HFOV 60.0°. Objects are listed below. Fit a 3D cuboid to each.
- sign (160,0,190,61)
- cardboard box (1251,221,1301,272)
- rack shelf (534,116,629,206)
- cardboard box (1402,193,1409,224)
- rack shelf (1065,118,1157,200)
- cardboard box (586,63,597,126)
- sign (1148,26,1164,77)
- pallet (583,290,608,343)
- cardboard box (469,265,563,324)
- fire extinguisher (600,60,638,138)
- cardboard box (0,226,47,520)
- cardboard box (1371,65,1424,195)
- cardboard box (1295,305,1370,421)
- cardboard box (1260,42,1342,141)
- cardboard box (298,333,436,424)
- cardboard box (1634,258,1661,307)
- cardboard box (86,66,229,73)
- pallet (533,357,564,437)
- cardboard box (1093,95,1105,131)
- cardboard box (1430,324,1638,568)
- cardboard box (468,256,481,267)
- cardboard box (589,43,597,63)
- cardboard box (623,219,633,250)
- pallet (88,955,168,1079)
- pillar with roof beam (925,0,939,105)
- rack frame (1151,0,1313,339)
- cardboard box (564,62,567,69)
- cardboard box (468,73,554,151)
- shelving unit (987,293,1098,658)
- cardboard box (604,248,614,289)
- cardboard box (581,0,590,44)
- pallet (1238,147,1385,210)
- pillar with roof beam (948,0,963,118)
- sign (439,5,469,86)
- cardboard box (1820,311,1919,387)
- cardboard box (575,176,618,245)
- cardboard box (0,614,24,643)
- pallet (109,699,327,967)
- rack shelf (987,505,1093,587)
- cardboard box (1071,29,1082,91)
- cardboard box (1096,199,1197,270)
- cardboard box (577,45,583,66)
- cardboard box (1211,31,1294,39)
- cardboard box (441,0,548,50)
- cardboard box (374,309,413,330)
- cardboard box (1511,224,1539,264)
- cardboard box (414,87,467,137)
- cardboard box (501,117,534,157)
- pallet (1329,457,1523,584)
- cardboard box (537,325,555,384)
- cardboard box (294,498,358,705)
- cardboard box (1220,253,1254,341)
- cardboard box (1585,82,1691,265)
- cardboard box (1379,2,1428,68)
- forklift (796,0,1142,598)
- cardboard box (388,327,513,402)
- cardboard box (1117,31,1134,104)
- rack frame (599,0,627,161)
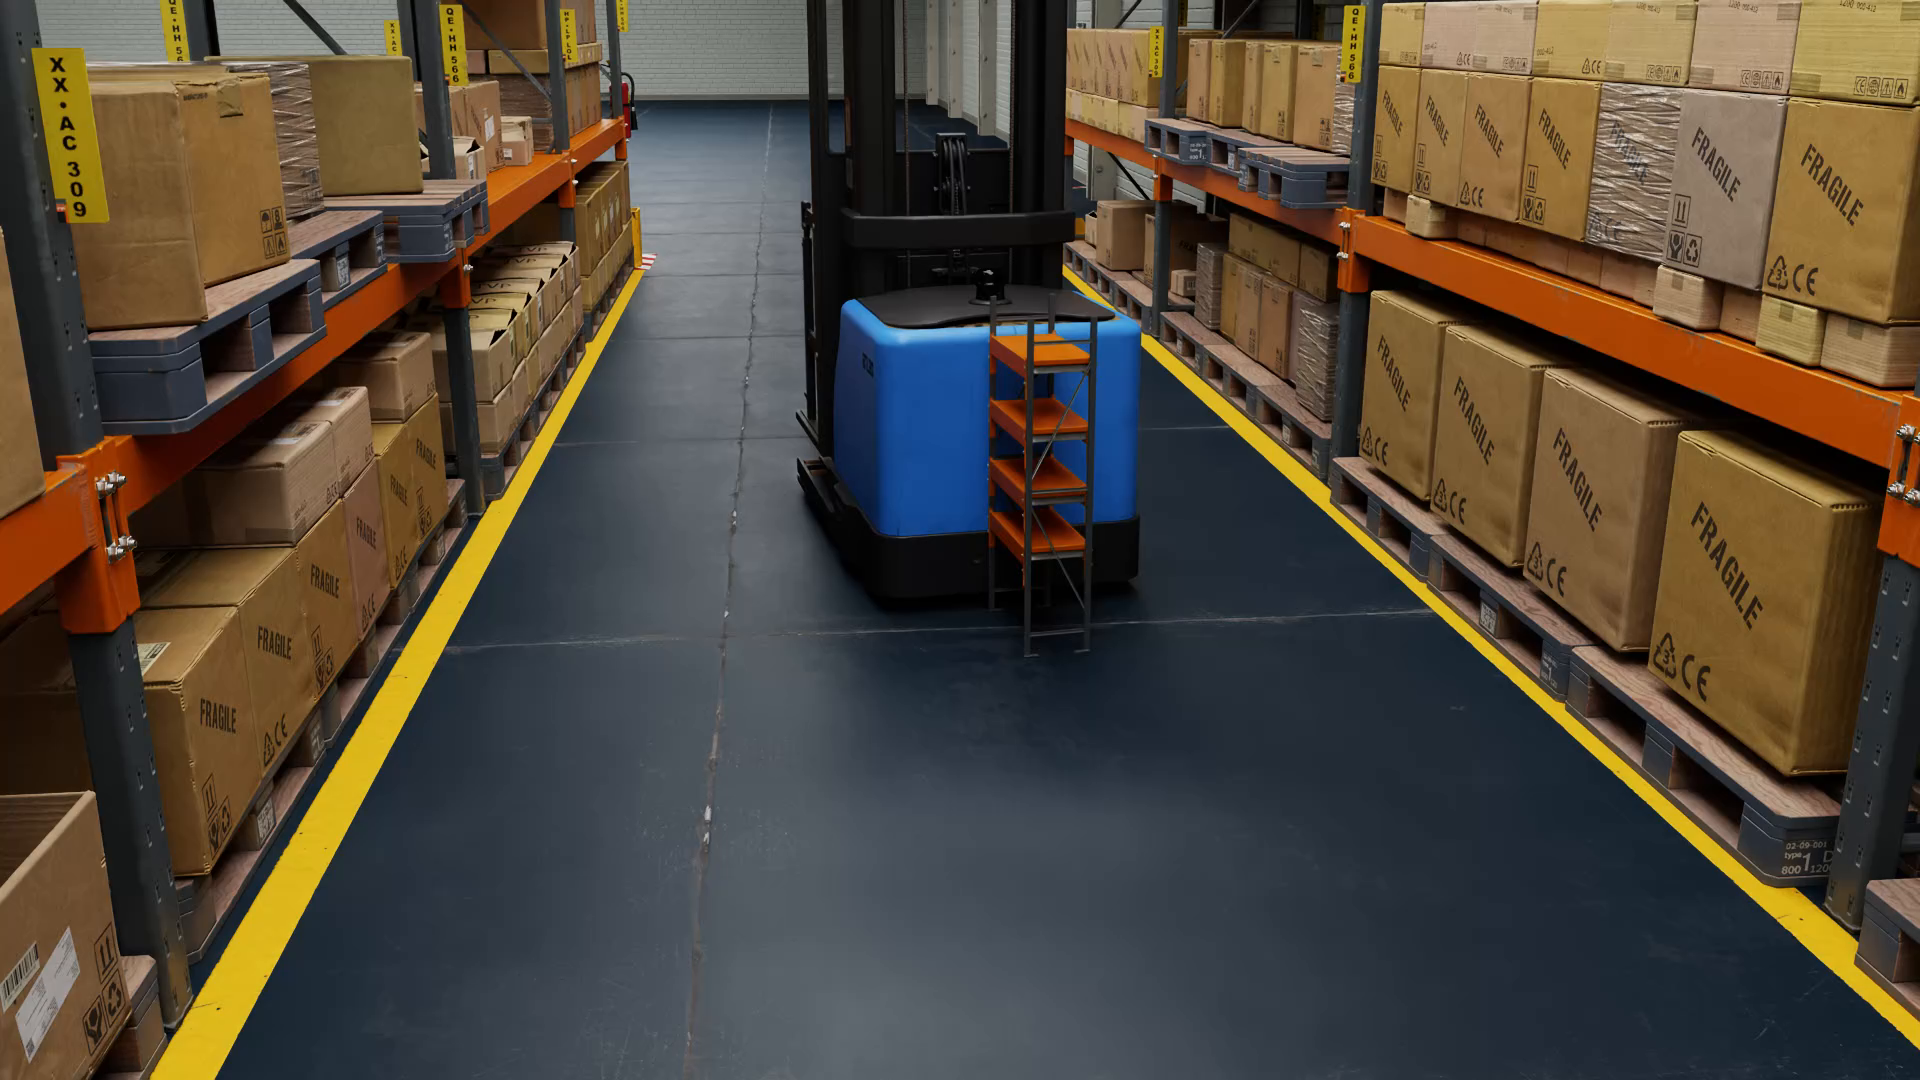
[{"bbox_3d":[-3.209,-2.066,6.818,0.100,0.325,0.005,-2,18,-6],"label":"sign"},{"bbox_3d":[2.056,-1.748,9.924,0.500,0.250,0.500,-2,18,-7],"label":"cardboard box"},{"bbox_3d":[-3.276,-2.976,12.850,1.077,0.370,4.000,-2,18,-6],"label":"rack shelf"},{"bbox_3d":[2.090,-1.395,6.999,0.380,0.149,0.250,-2,17,-5],"label":"cardboard box"},{"bbox_3d":[1.651,-3.130,13.341,1.077,0.370,4.000,-2,18,-6],"label":"rack shelf"},{"bbox_3d":[-3.388,-3.667,13.684,0.700,0.500,0.500,-1,17,-4],"label":"cardboard box"},{"bbox_3d":[1.318,-3.272,11.145,0.100,0.325,0.005,-2,18,-6],"label":"sign"},{"bbox_3d":[-3.110,-1.632,12.021,1.003,0.211,1.213,-2,18,-6],"label":"pallet"},{"bbox_3d":[-2.634,-1.464,9.787,0.500,0.311,0.500,-2,18,-6],"label":"cardboard box"},{"bbox_3d":[-3.033,-3.928,14.810,0.296,0.674,0.183,-2,18,-6],"label":"fire extinguisher"},{"bbox_3d":[-1.938,-0.247,2.789,0.500,0.500,0.500,-1,17,-5],"label":"cardboard box"},{"bbox_3d":[2.065,-1.733,6.991,0.500,0.500,0.500,-1,17,-4],"label":"cardboard box"},{"bbox_3d":[2.143,-0.916,8.526,0.700,0.500,0.500,-2,17,-5],"label":"cardboard box"},{"bbox_3d":[2.061,-2.454,9.084,0.700,0.500,0.500,-2,18,-6],"label":"cardboard box"},{"bbox_3d":[-2.317,-0.619,6.327,0.500,0.250,0.500,-1,17,-4],"label":"cardboard box"},{"bbox_3d":[2.289,-0.781,5.042,0.380,0.149,0.250,-2,18,-6],"label":"cardboard box"},{"bbox_3d":[-2.488,-1.113,4.845,0.700,0.500,0.500,-6,19,-20],"label":"cardboard box"},{"bbox_3d":[-2.826,-0.811,9.407,1.003,0.211,1.213,-2,18,-6],"label":"pallet"},{"bbox_3d":[1.343,-3.395,13.202,0.500,0.250,0.500,-2,18,-5],"label":"cardboard box"},{"bbox_3d":[2.299,-0.376,6.256,0.750,0.750,0.750,-2,18,-6],"label":"cardboard box"},{"bbox_3d":[-3.229,-1.600,10.217,0.500,0.311,0.500,-2,18,-6],"label":"cardboard box"},{"bbox_3d":[-3.199,-4.010,13.694,0.380,0.149,0.250,-2,18,-6],"label":"cardboard box"},{"bbox_3d":[-3.133,-2.653,14.510,0.500,0.250,0.500,-2,18,-6],"label":"cardboard box"},{"bbox_3d":[-2.175,1.195,3.019,1.003,0.211,1.213,-2,18,-6],"label":"pallet"},{"bbox_3d":[-4.999,-15.555,41.700,9.100,9.000,0.400,-2,18,-6],"label":"pillar with roof beam"},{"bbox_3d":[1.857,-2.878,11.336,1.000,3.000,0.127,-2,18,-6],"label":"rack frame"},{"bbox_3d":[-2.988,-3.397,11.738,0.380,0.149,0.250,-2,18,-6],"label":"cardboard box"},{"bbox_3d":[-3.122,-2.903,11.250,0.700,0.500,0.500,-2,18,-7],"label":"cardboard box"},{"bbox_3d":[0.283,-0.238,5.933,0.258,1.200,0.503,-4,18,-13],"label":"shelving unit"},{"bbox_3d":[-2.909,-2.058,12.614,0.500,0.250,0.500,-2,18,-6],"label":"cardboard box"},{"bbox_3d":[-3.382,-4.270,13.438,0.700,0.500,0.500,-2,18,-7],"label":"cardboard box"},{"bbox_3d":[2.090,-1.804,8.234,1.213,0.211,1.003,-2,18,-6],"label":"pallet"},{"bbox_3d":[-4.380,-13.767,36.006,9.100,9.000,0.400,-2,18,-6],"label":"pillar with roof beam"},{"bbox_3d":[-2.118,-2.066,6.950,0.100,0.325,0.005,-2,18,-6],"label":"sign"},{"bbox_3d":[2.366,-0.476,4.071,0.380,0.149,0.250,-2,18,-5],"label":"cardboard box"},{"bbox_3d":[-2.963,-2.565,12.976,0.500,0.500,0.500,-2,18,-6],"label":"cardboard box"},{"bbox_3d":[-2.581,0.504,4.001,0.500,0.500,0.500,-2,18,-6],"label":"cardboard box"},{"bbox_3d":[-2.366,0.749,4.439,1.003,0.211,1.213,-2,18,-6],"label":"pallet"},{"bbox_3d":[0.283,0.015,6.012,0.258,0.148,0.480,-4,18,-13],"label":"rack shelf"},{"bbox_3d":[1.236,-4.066,14.086,0.500,0.500,0.500,-2,18,-5],"label":"cardboard box"},{"bbox_3d":[1.511,-2.488,13.533,0.700,0.500,0.500,-3,18,-9],"label":"cardboard box"},{"bbox_3d":[-3.091,-3.703,12.713,0.380,0.149,0.250,-2,18,-6],"label":"cardboard box"},{"bbox_3d":[2.016,-3.320,11.709,0.500,0.500,0.500,-2,18,-7],"label":"cardboard box"},{"bbox_3d":[-3.122,-3.522,11.056,0.700,0.500,0.500,-2,18,-5],"label":"cardboard box"},{"bbox_3d":[-3.016,-0.991,8.279,0.500,0.311,0.500,-2,18,-6],"label":"cardboard box"},{"bbox_3d":[2.234,-1.088,6.021,0.380,0.149,0.250,-2,17,-5],"label":"cardboard box"},{"bbox_3d":[-2.847,-2.079,8.624,0.500,0.500,0.500,-3,18,-9],"label":"cardboard box"},{"bbox_3d":[-2.976,-2.507,10.404,0.500,0.250,0.500,-1,17,-2],"label":"cardboard box"},{"bbox_3d":[2.276,-0.118,7.202,1.003,0.211,1.213,-2,18,-6],"label":"pallet"},{"bbox_3d":[-2.584,-1.043,9.380,0.500,0.250,0.500,-1,17,-5],"label":"cardboard box"},{"bbox_3d":[-2.162,0.183,5.024,0.500,0.500,0.500,-2,17,-5],"label":"cardboard box"},{"bbox_3d":[2.053,-1.524,10.462,0.700,0.500,0.500,-2,18,-7],"label":"cardboard box"},{"bbox_3d":[2.278,-1.125,5.055,0.500,0.500,0.500,-2,18,-6],"label":"cardboard box"},{"bbox_3d":[2.063,-2.091,6.881,0.500,0.250,0.500,-1,17,-4],"label":"cardboard box"},{"bbox_3d":[-0.149,-1.581,7.321,1.130,2.935,3.031,-4,18,-13],"label":"forklift"},{"bbox_3d":[-2.419,-0.853,7.840,0.500,0.311,0.500,-1,17,-4],"label":"cardboard box"},{"bbox_3d":[1.444,-3.453,12.134,0.500,0.500,0.500,-2,18,-6],"label":"cardboard box"},{"bbox_3d":[-3.482,-3.915,14.641,1.000,3.000,0.127,-2,18,-6],"label":"rack frame"}]
